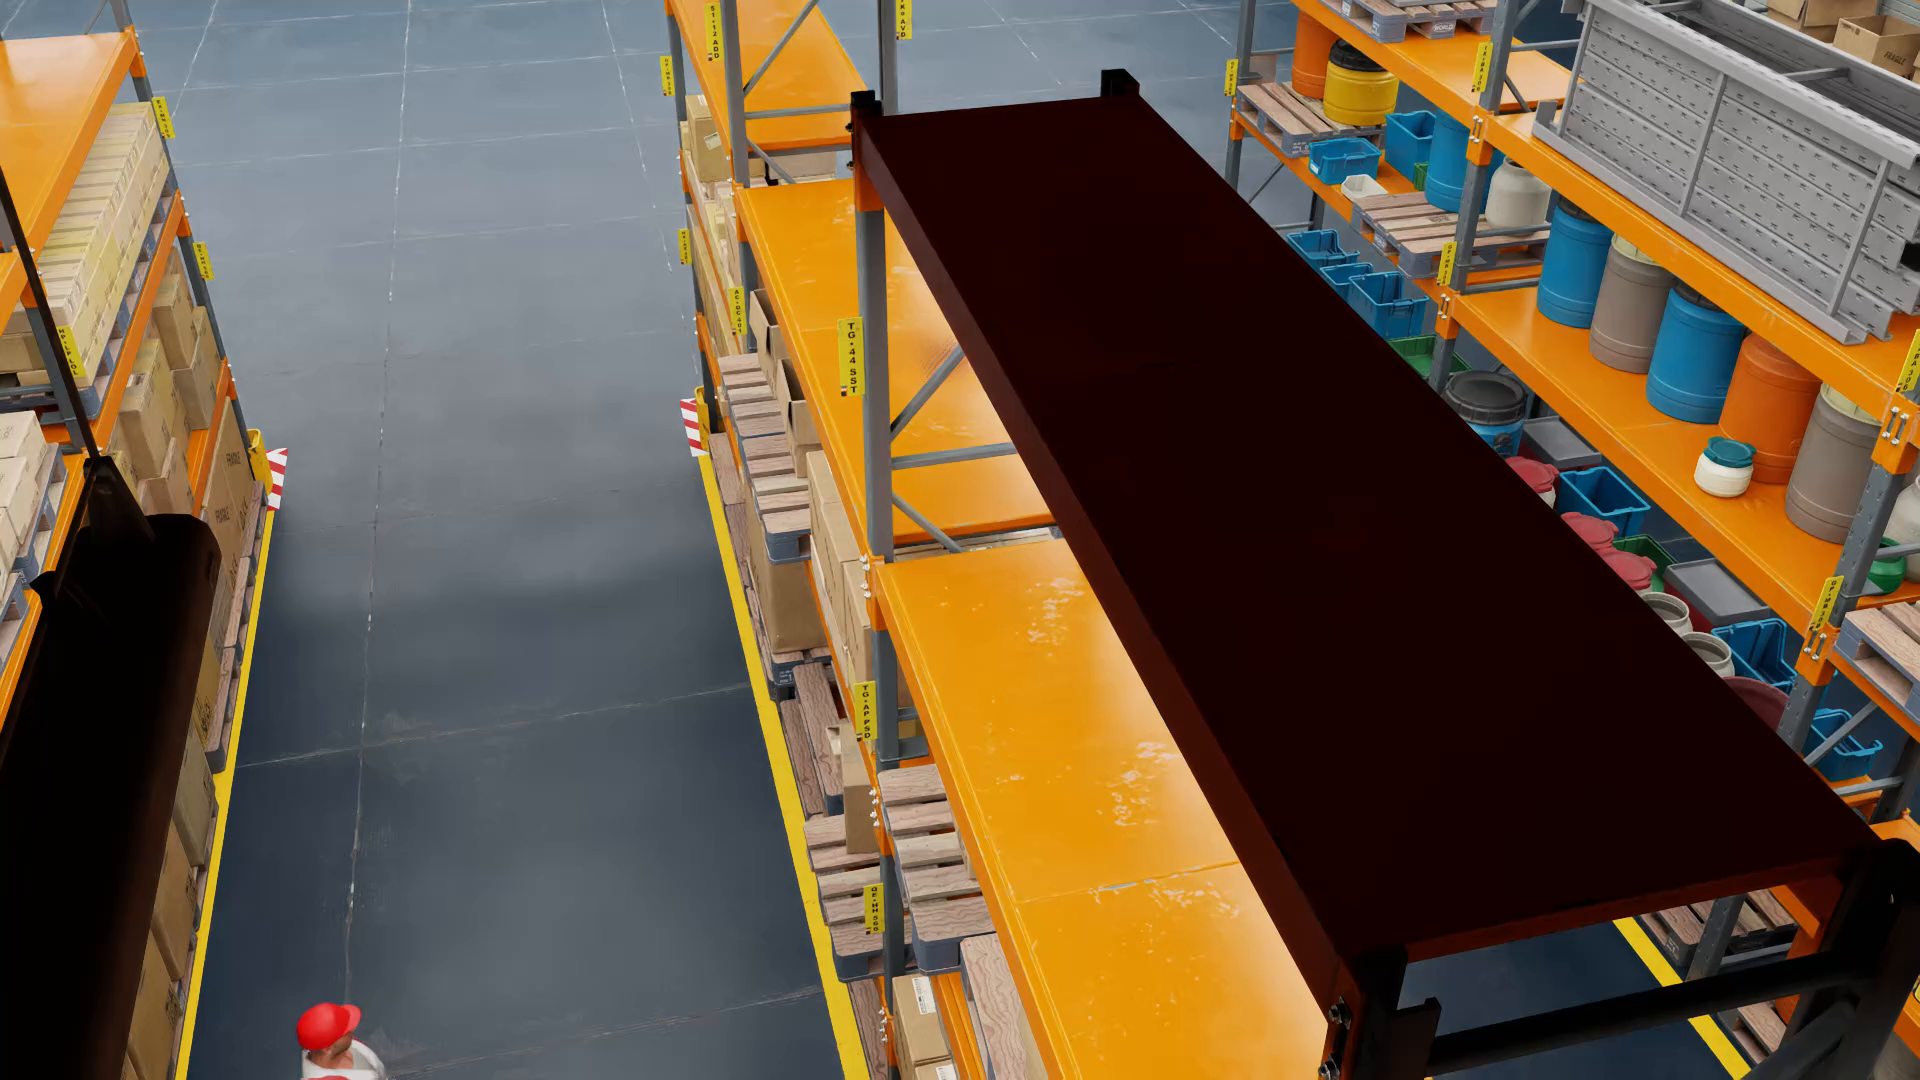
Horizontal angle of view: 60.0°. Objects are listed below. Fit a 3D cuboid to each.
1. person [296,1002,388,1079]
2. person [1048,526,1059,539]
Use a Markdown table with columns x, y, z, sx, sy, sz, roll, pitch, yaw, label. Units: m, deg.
| x | y | z | sx | sy | sz | roll | pitch | yaw | label |
| --- | --- | --- | --- | --- | --- | --- | --- | --- | --- |
| -2.810 | 2.808 | 7.943 | 0.456 | 1.792 | 0.596 | -4 | 35 | -7 | person |
| 0.605 | -0.172 | 12.373 | 0.332 | 1.682 | 0.533 | -3 | 35 | -5 | person |
